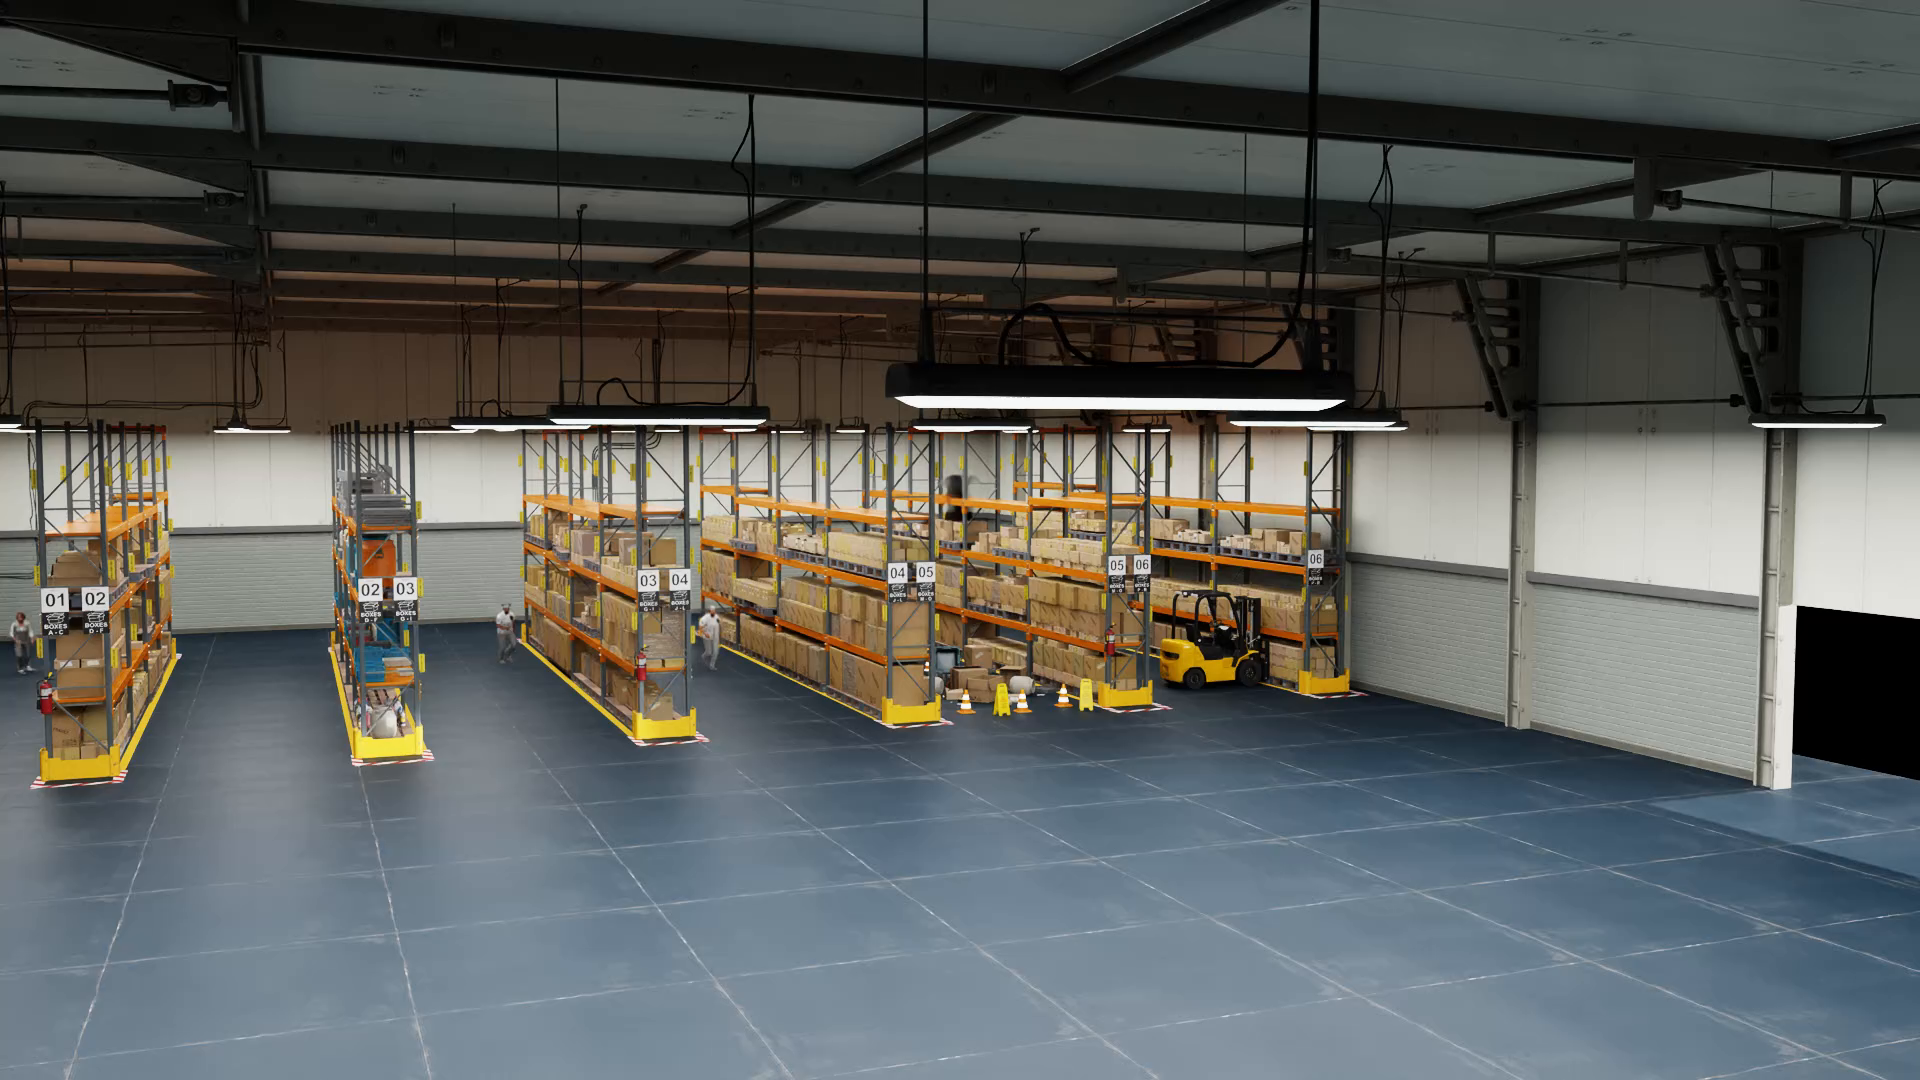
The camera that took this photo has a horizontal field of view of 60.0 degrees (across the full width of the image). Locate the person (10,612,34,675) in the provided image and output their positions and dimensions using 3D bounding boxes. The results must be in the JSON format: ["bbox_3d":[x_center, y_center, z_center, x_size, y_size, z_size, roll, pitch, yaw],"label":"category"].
[{"bbox_3d":[-22.584,2.473,39.995,0.507,1.523,0.693,-3,5,-41],"label":"person"}]

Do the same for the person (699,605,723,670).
[{"bbox_3d":[-6.125,2.388,40.763,0.607,1.600,0.621,-2,4,-30],"label":"person"}]

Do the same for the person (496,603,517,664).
[{"bbox_3d":[-11.341,2.334,41.620,0.584,1.572,0.821,-3,4,-36],"label":"person"}]

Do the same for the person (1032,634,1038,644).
[{"bbox_3d":[2.223,1.985,45.610,0.662,1.751,0.926,-2,4,-33],"label":"person"}]
